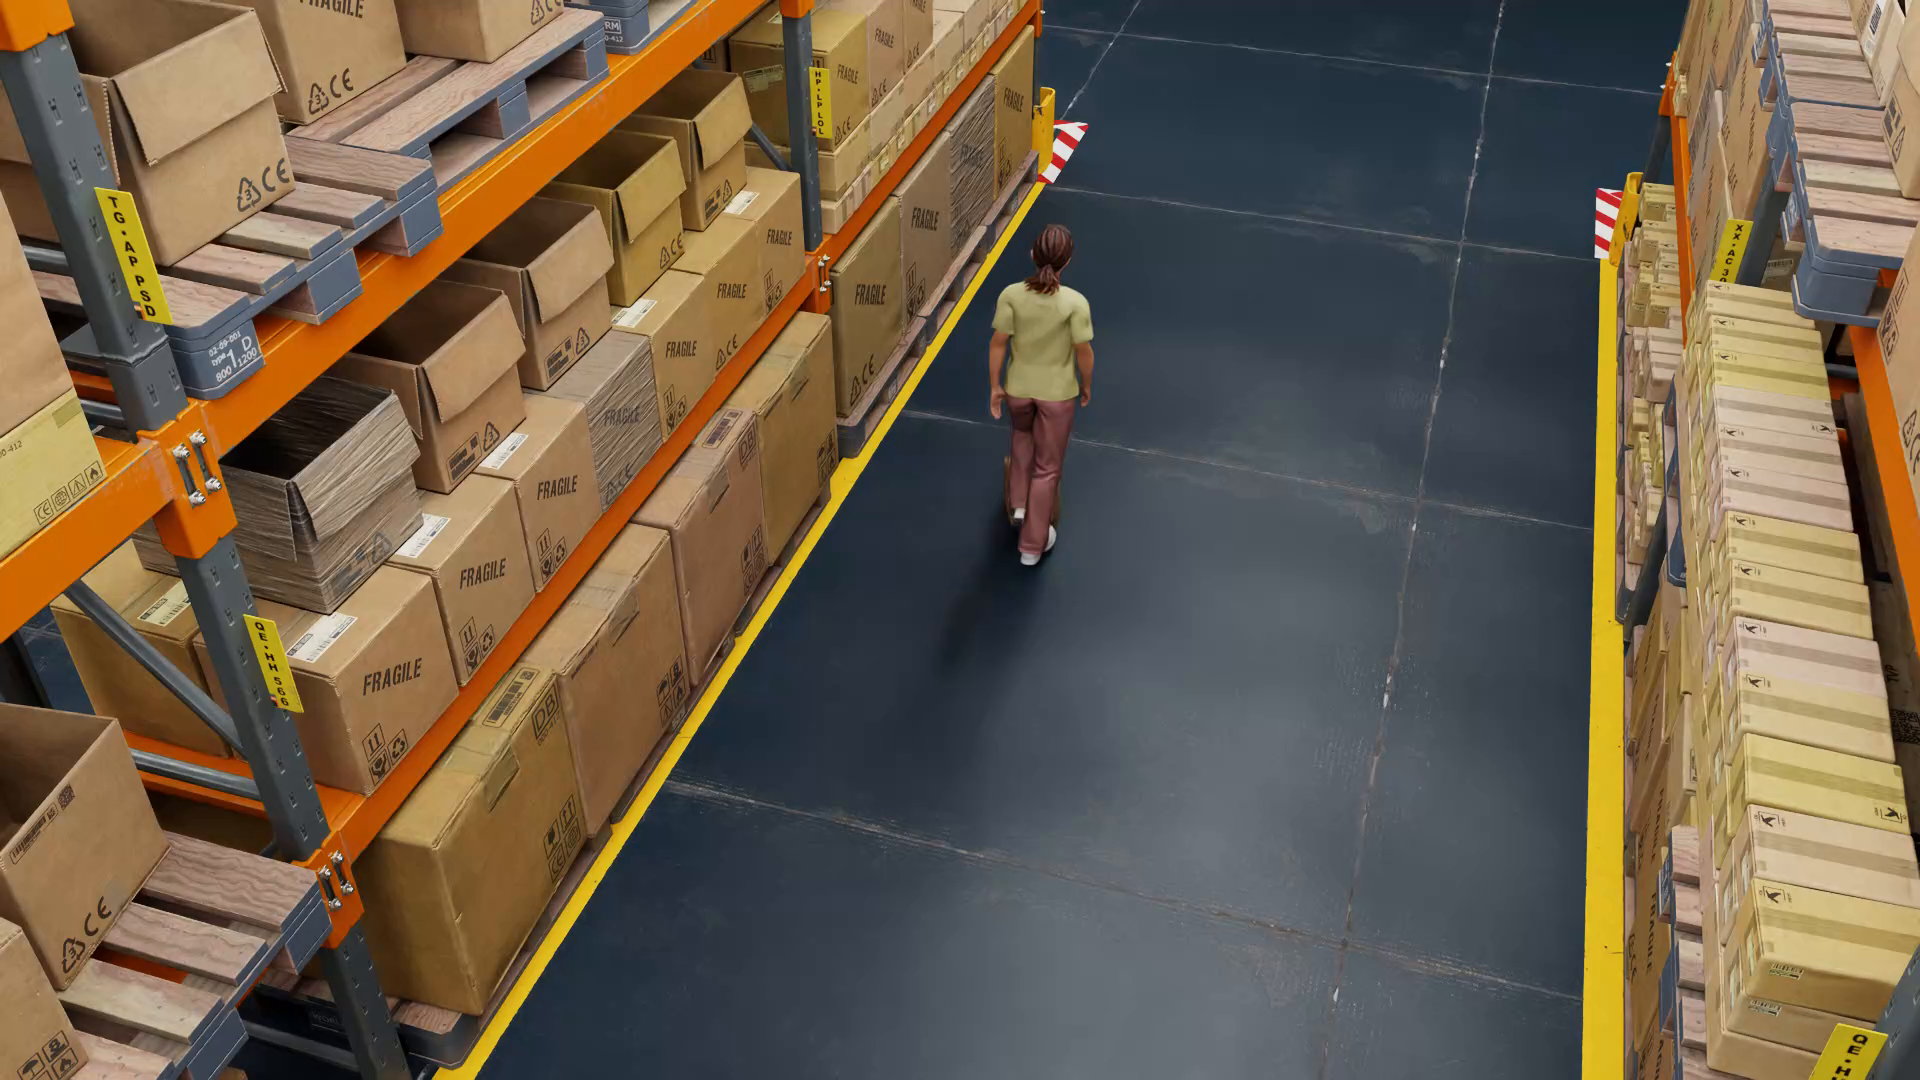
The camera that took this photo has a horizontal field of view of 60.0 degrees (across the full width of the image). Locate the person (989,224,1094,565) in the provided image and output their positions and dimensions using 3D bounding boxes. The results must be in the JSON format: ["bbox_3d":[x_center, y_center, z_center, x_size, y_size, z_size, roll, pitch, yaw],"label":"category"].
[{"bbox_3d":[0.373,-0.654,7.778,0.466,1.722,0.537,12,39,16],"label":"person"}]
